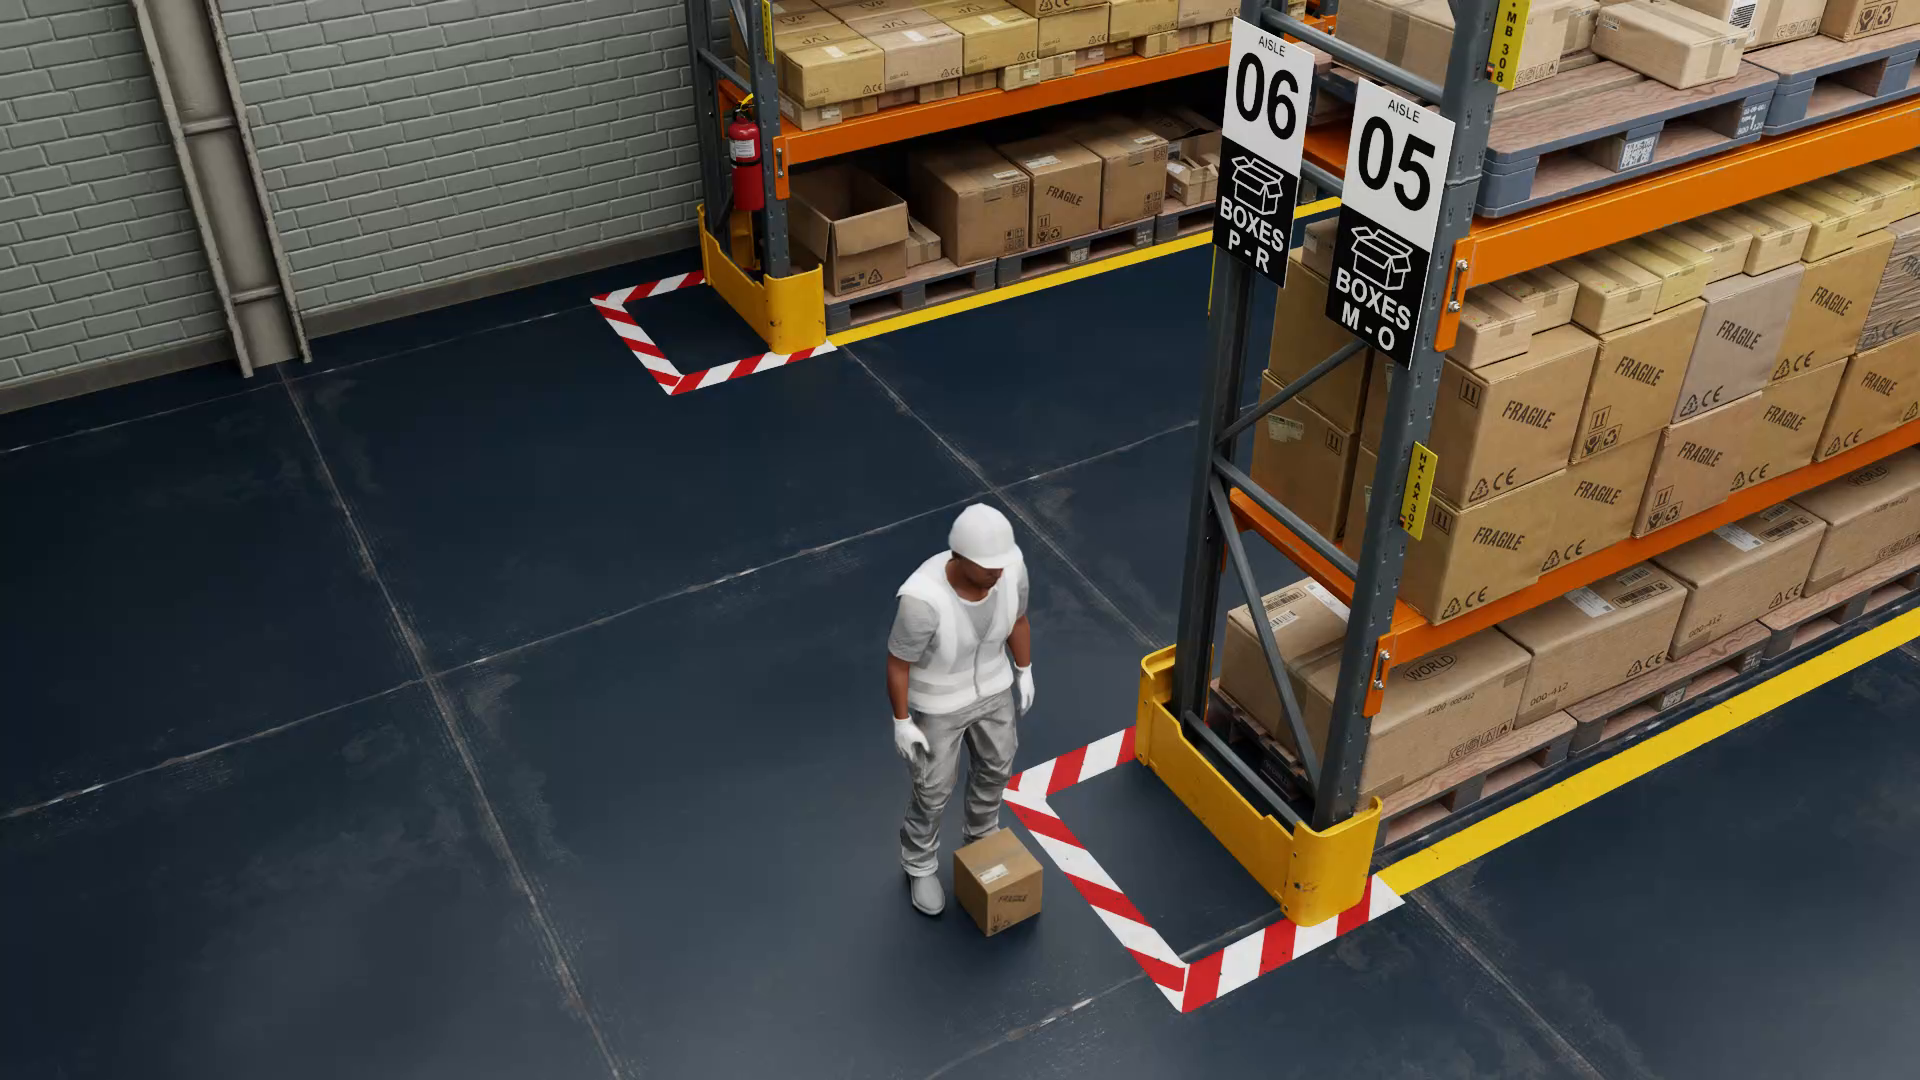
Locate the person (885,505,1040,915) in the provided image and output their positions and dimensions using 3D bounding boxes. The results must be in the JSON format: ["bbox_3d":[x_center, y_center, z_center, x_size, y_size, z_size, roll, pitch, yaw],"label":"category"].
[{"bbox_3d":[0.015,0.593,6.118,0.616,1.774,0.448,-19,41,-24],"label":"person"}]
